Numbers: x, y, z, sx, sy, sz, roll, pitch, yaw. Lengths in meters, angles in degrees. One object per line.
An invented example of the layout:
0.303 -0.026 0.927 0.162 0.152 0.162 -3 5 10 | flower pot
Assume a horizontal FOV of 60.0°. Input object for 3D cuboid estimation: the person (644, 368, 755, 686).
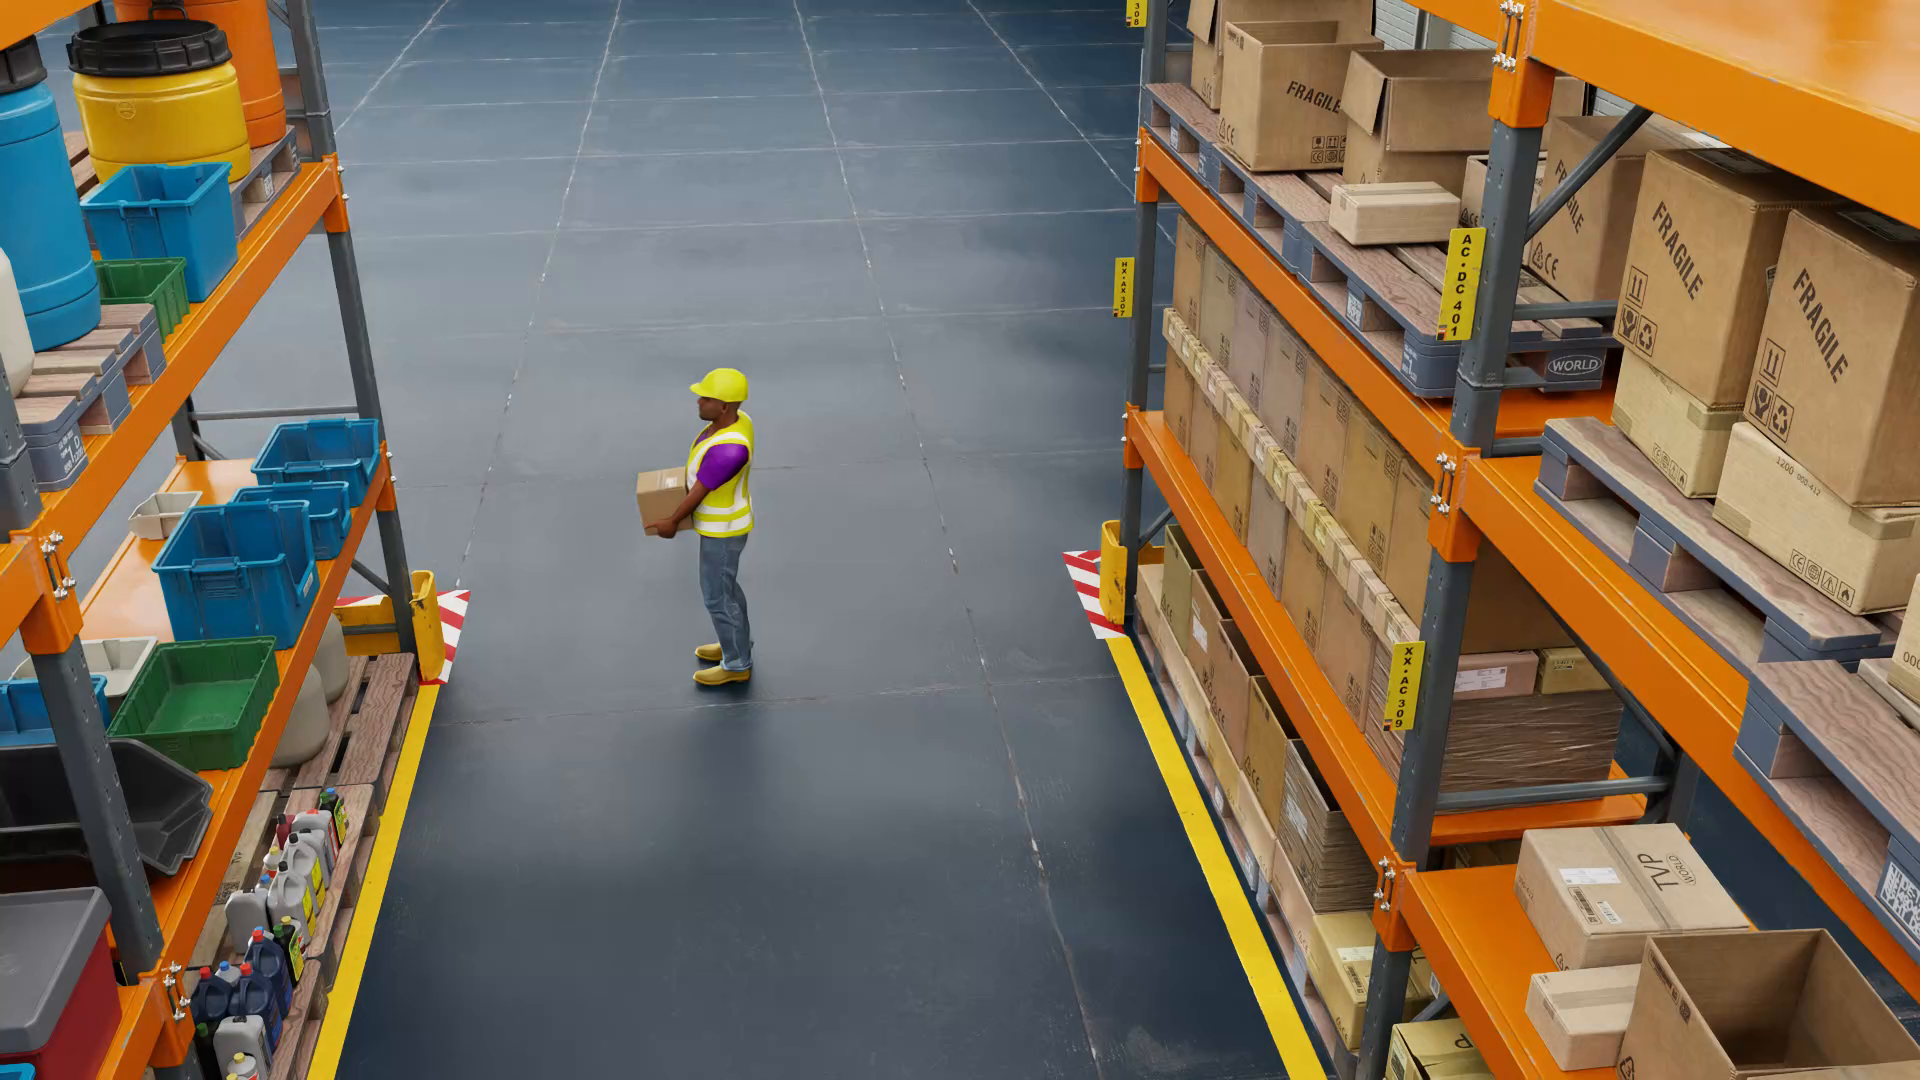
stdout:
-1.350 -0.070 8.736 0.587 1.760 0.503 -3 27 -6 | person
